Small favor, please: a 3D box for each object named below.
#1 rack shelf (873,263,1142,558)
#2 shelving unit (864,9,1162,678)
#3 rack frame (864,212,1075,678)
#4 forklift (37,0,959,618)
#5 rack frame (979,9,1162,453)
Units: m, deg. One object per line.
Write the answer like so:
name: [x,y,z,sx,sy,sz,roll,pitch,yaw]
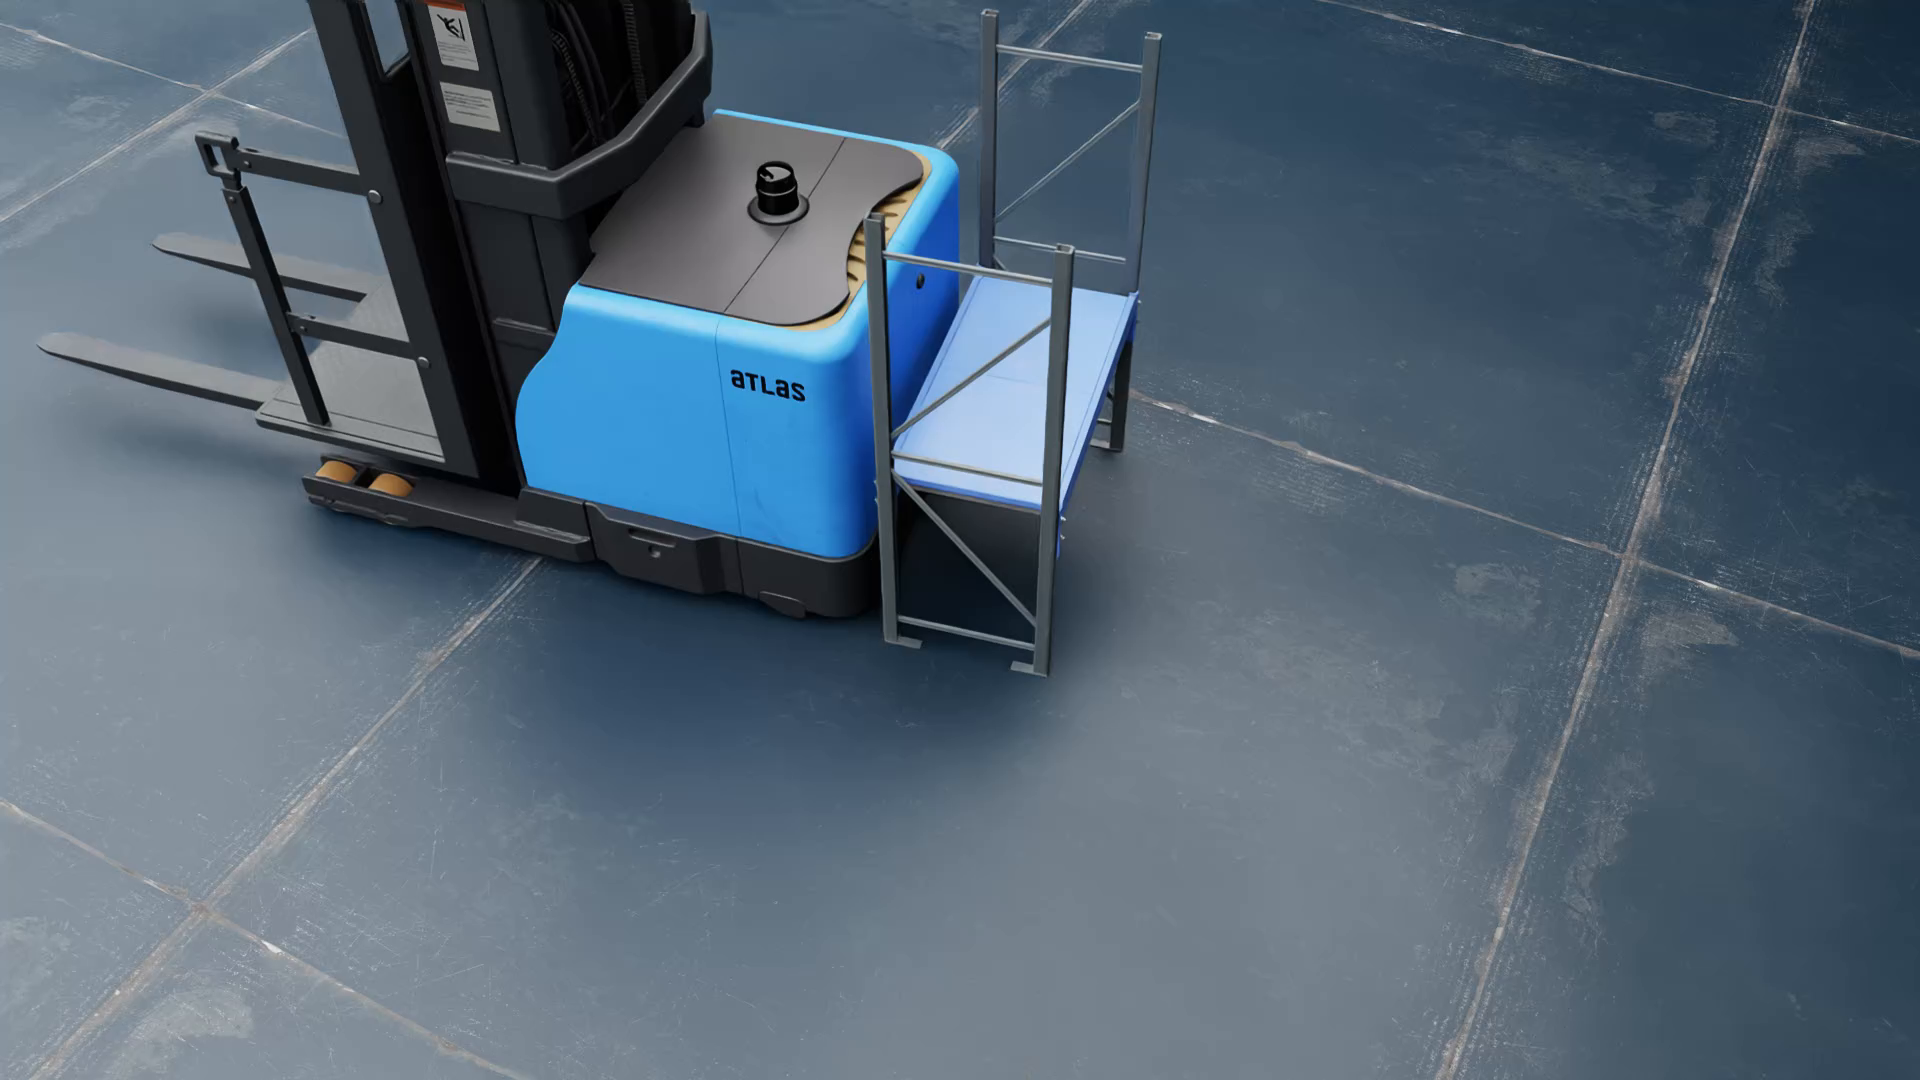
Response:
rack shelf: [0.160,-0.405,4.848,0.538,0.185,1.000,12,46,11]
shelving unit: [0.160,-0.531,4.720,0.538,1.500,1.048,12,46,11]
rack frame: [0.019,-0.184,4.377,0.500,1.500,0.032,12,46,11]
forklift: [-1.563,-1.419,4.592,3.031,2.935,1.130,13,47,13]
rack frame: [0.302,-0.878,5.064,0.500,1.500,0.032,12,46,11]
